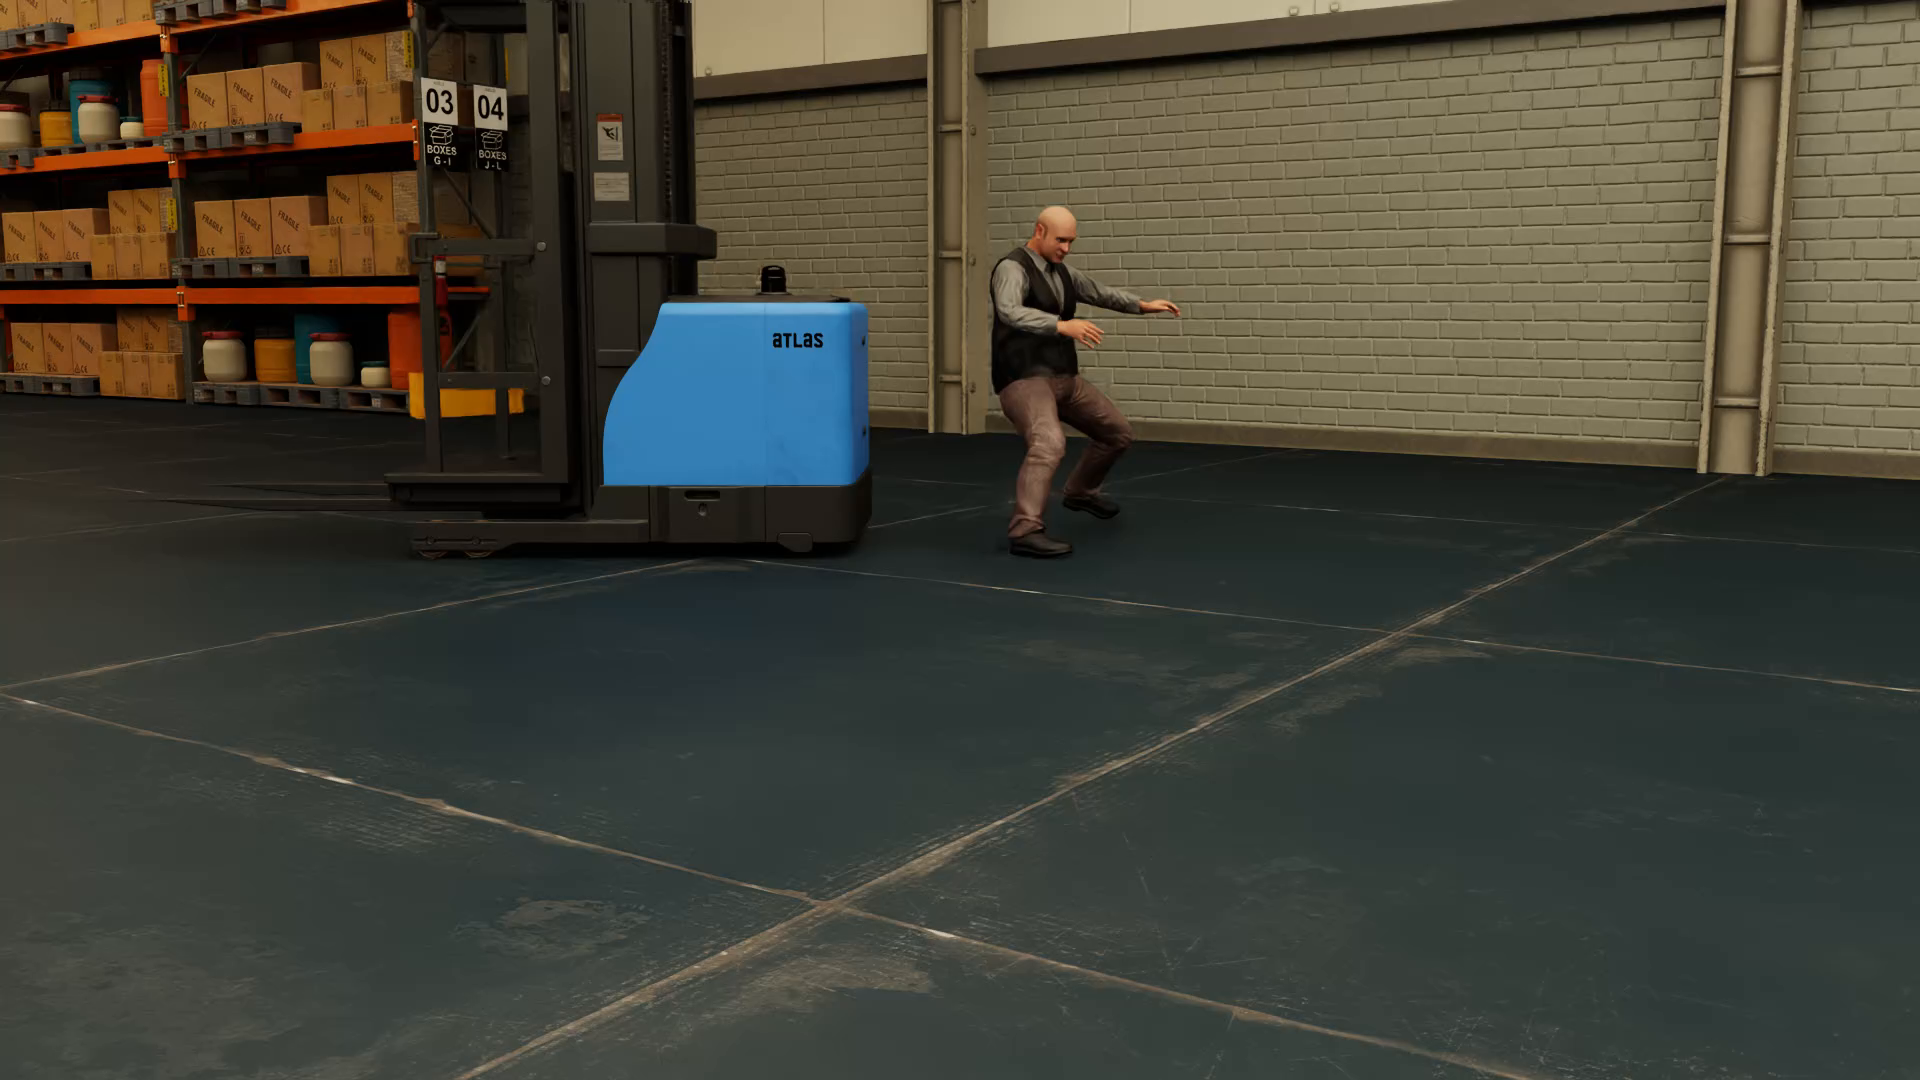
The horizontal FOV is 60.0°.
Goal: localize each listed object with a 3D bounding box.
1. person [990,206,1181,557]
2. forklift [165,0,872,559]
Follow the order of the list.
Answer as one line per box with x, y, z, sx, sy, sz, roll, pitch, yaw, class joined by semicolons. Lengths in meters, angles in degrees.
0.518;-0.759;7.585;0.741;1.504;1.265;6;10;37;person
-1.944;-1.447;7.367;3.031;2.935;1.130;0;8;1;forklift
